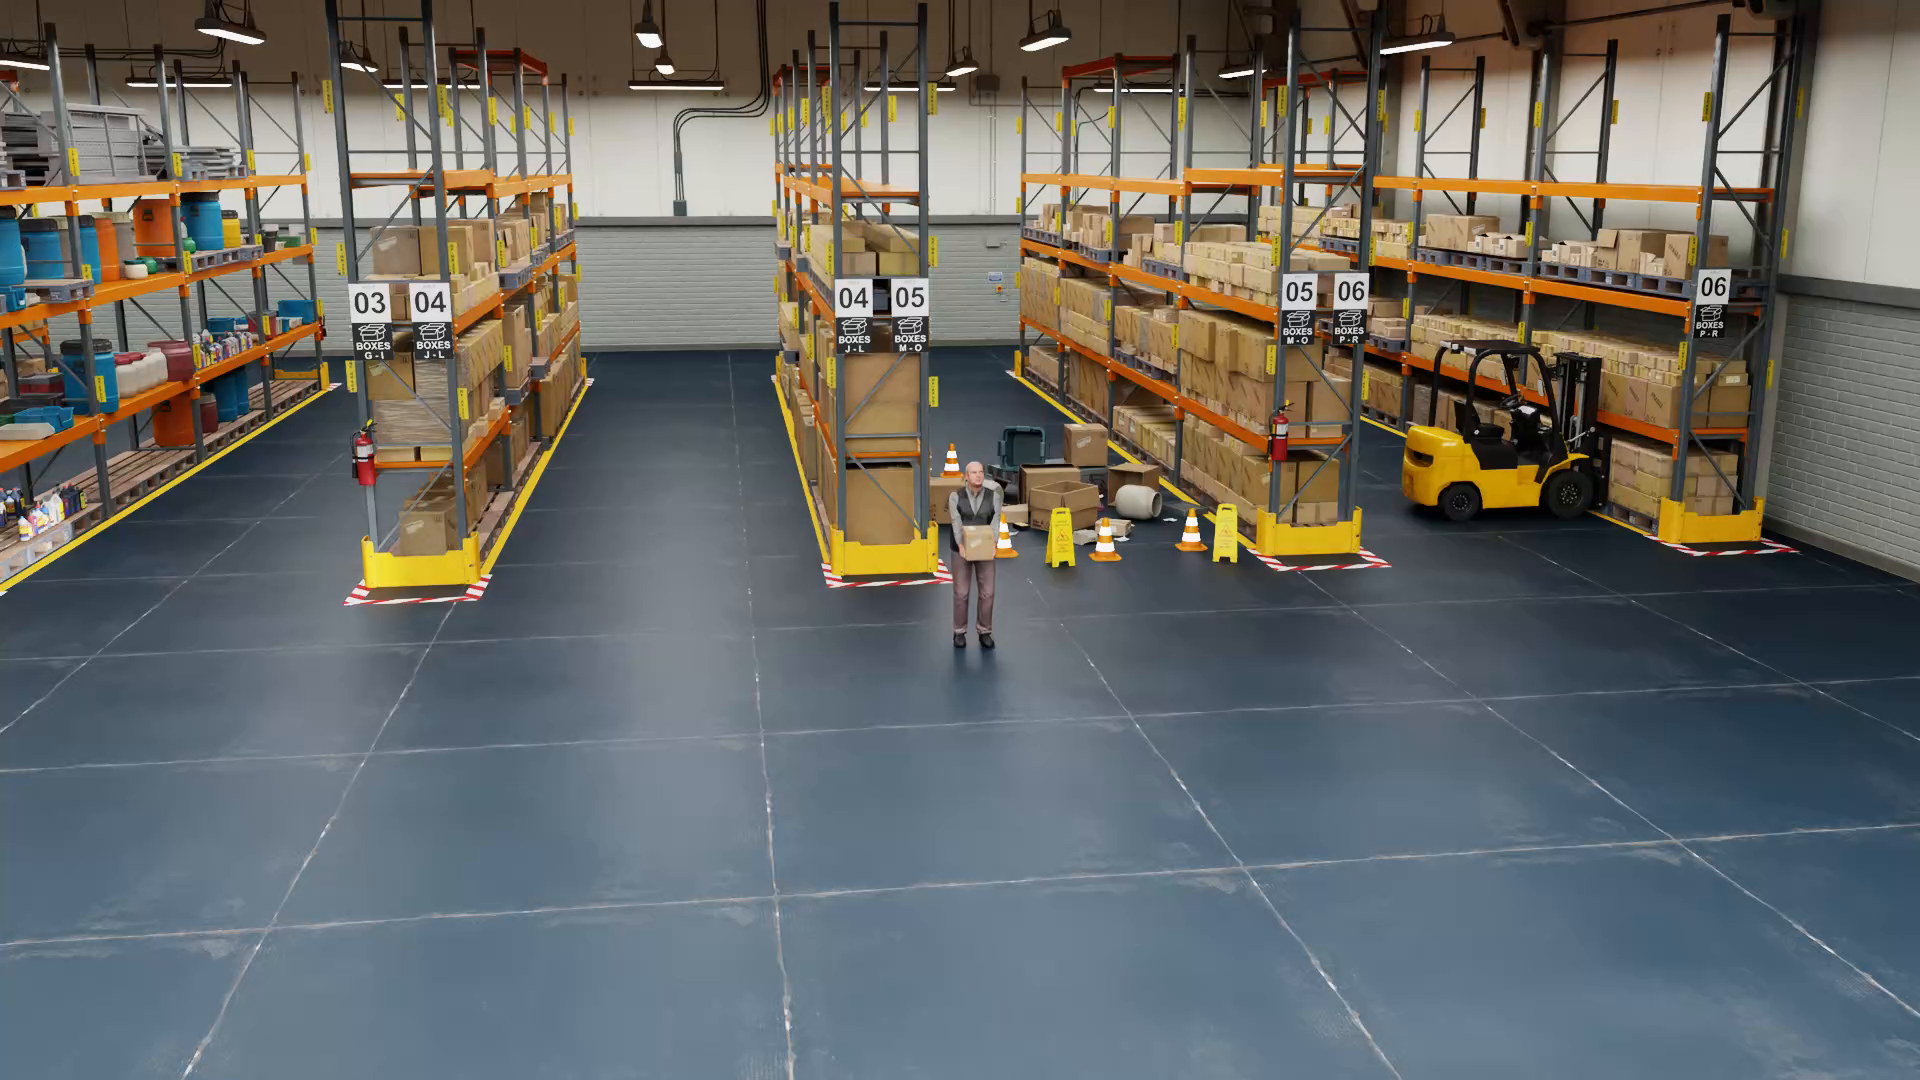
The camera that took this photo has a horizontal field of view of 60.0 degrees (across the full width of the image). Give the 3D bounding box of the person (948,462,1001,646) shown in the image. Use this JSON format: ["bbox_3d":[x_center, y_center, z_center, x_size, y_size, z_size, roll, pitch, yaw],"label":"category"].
[{"bbox_3d":[0.154,0.145,15.433,0.494,1.712,0.551,-2,13,-8],"label":"person"}]
